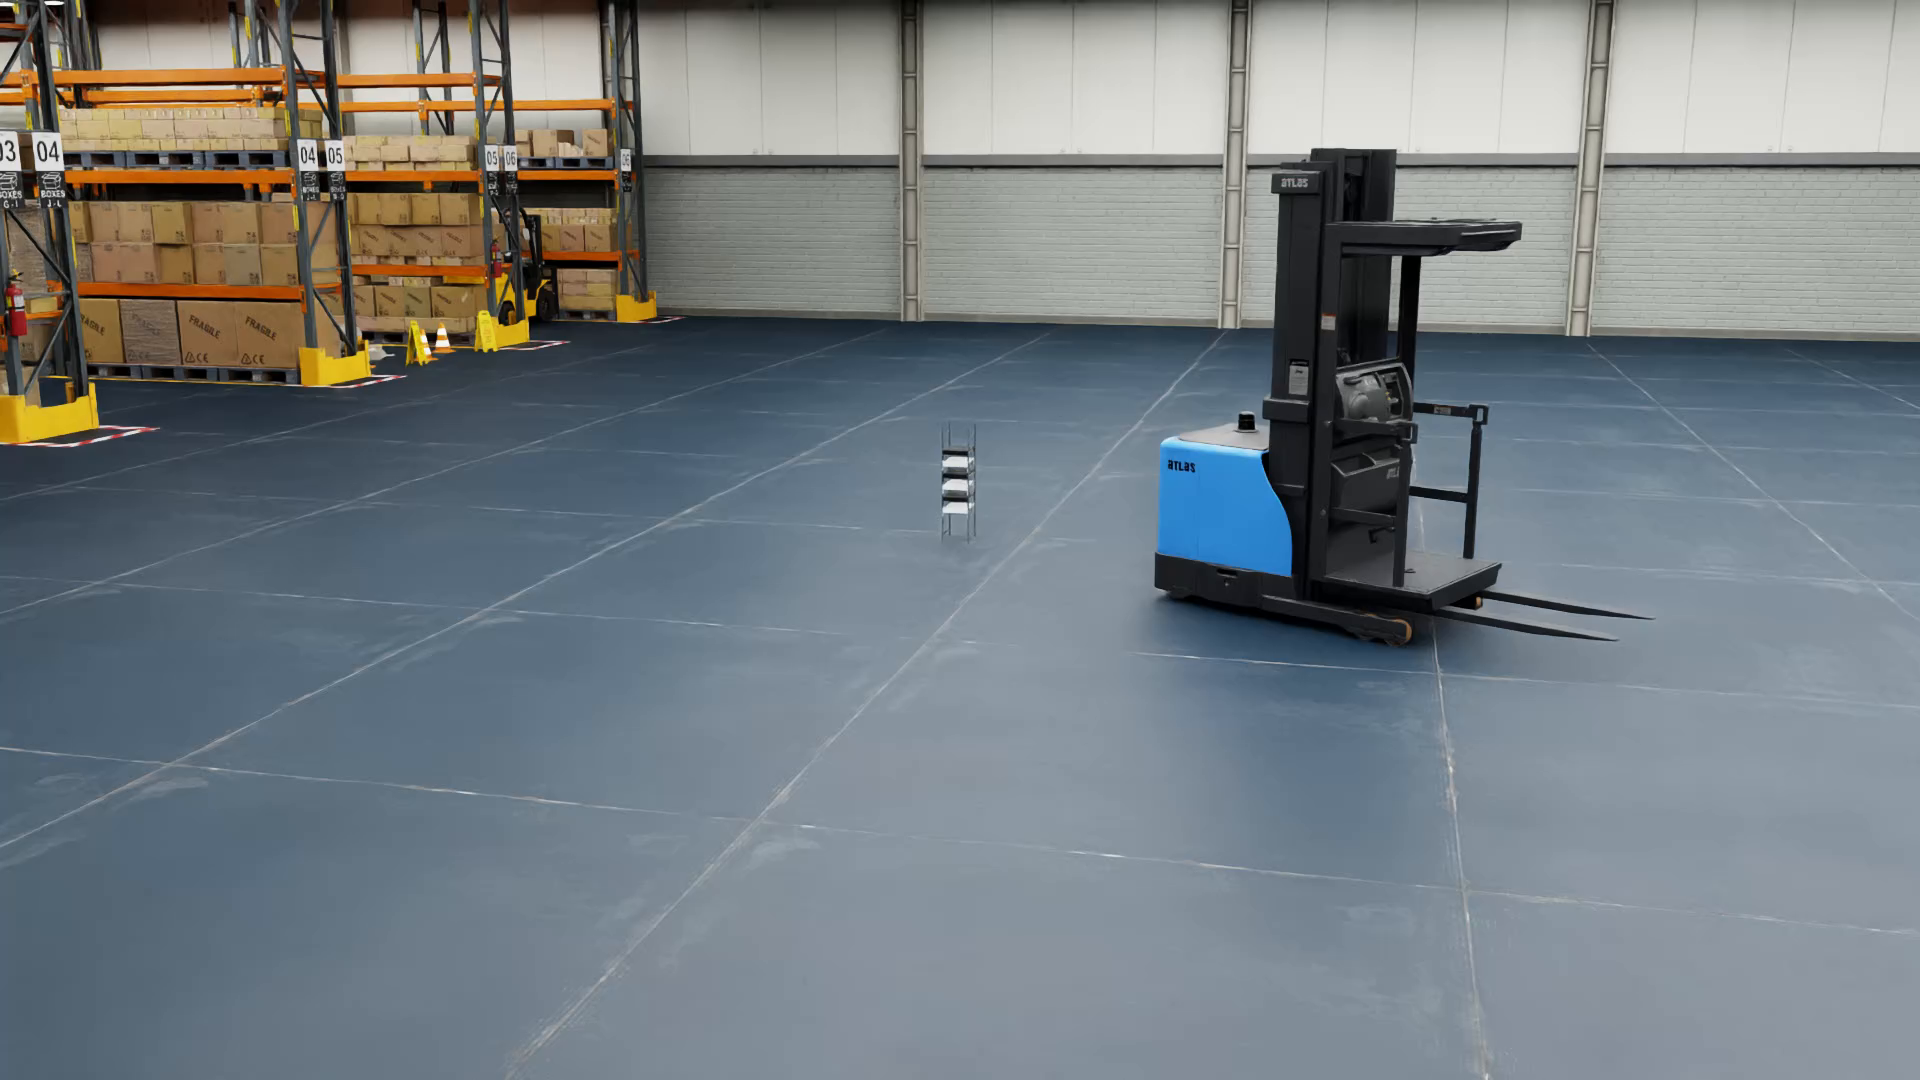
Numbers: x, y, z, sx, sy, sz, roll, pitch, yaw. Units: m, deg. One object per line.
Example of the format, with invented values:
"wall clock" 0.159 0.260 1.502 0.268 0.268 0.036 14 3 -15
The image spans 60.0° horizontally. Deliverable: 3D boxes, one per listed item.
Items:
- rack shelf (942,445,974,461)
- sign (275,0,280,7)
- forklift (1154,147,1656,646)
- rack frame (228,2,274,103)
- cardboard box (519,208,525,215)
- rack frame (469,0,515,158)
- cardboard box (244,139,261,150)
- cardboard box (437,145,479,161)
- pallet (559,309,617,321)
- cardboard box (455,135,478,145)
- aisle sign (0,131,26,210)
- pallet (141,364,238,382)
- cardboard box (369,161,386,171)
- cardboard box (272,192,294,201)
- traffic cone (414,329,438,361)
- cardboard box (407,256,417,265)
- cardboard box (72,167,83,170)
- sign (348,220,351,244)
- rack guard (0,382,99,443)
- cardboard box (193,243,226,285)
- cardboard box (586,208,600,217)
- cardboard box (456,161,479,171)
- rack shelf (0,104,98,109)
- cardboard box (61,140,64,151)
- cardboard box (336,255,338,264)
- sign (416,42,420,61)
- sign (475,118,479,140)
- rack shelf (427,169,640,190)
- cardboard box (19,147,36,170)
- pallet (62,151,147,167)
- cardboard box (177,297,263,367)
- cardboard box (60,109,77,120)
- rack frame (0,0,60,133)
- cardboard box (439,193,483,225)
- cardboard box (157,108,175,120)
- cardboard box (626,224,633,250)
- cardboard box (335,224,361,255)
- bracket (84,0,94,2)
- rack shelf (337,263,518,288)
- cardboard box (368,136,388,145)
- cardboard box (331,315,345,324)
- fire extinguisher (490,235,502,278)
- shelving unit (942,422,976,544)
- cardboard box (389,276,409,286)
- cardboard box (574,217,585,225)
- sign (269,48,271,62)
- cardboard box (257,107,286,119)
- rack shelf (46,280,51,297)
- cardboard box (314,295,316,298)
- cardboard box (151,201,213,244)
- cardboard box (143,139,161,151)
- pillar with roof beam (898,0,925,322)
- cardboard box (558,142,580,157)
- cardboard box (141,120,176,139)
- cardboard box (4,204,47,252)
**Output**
"rack shelf" -0.008 -0.671 12.761 0.200 0.077 0.258 3 13 14
"sign" -8.686 -6.956 21.146 0.005 0.325 0.100 3 13 14
"forklift" 2.751 -0.918 10.278 3.031 2.935 1.130 11 16 40
"rack frame" -14.036 -9.080 33.058 0.127 3.000 1.000 3 13 14
"cardboard box" -8.398 -6.316 32.036 0.250 0.149 0.380 3 13 14
"rack frame" -7.455 -7.621 26.482 0.127 3.000 1.000 3 13 14
"cardboard box" -9.191 -5.201 21.878 0.250 0.149 0.380 3 13 14
"cardboard box" -8.016 -6.198 26.655 0.500 0.250 0.500 3 13 13
"pallet" -7.021 -4.406 32.278 1.213 0.211 1.003 3 13 14
"cardboard box" -7.854 -6.379 26.547 0.250 0.149 0.380 3 13 14
"aisle sign" -9.841 -3.811 17.158 0.004 0.787 0.394 3 13 14
"pallet" -10.518 -2.373 23.118 1.213 0.211 1.003 3 13 14
"cardboard box" -9.370 -6.064 26.969 0.250 0.149 0.380 3 13 13
"cardboard box" -10.963 -5.513 27.607 0.500 0.500 0.700 3 13 13
"traffic cone" -8.117 -2.954 25.152 0.334 0.463 0.336 3 13 14
"cardboard box" -8.857 -4.601 27.302 0.250 0.149 0.380 3 13 14
"cardboard box" -14.956 -6.397 28.470 0.250 0.149 0.380 3 13 14
"sign" -8.404 -4.224 22.838 0.005 0.325 0.100 3 13 14
"rack guard" -9.903 -1.392 18.027 0.348 0.500 1.175 3 13 14
"cardboard box" -9.966 -3.808 22.802 0.550 0.550 0.875 3 13 14
"cardboard box" -6.914 -6.227 31.636 0.250 0.149 0.380 3 13 14
"cardboard box" -7.868 -5.994 26.652 0.250 0.149 0.380 3 13 14
"rack shelf" -19.861 -9.039 34.540 4.000 0.370 1.077 3 13 14
"cardboard box" -12.154 -5.359 22.590 0.250 0.149 0.380 3 13 13
"cardboard box" -10.354 -4.664 27.583 0.250 0.149 0.380 3 13 15
"sign" -10.271 -9.252 31.496 0.005 0.325 0.100 3 13 14
"sign" -7.607 -6.473 26.189 0.005 0.325 0.100 3 13 14
"rack shelf" -8.211 -6.953 32.058 4.000 0.370 1.077 3 13 14
"cardboard box" -10.235 -4.079 17.788 0.500 0.250 0.500 3 13 15
"pallet" -11.634 -5.230 22.835 1.213 0.211 1.003 3 13 14
"cardboard box" -10.071 -2.880 22.901 0.875 0.875 0.875 3 13 13
"cardboard box" -11.906 -5.735 22.445 0.250 0.149 0.380 3 13 13
"rack frame" -9.829 -5.537 17.089 0.127 3.000 1.000 3 13 14
"cardboard box" -8.003 -5.355 26.893 0.500 0.500 0.700 3 13 12
"cardboard box" -10.432 -5.656 22.090 0.250 0.149 0.380 3 13 14
"cardboard box" -6.683 -5.869 32.205 0.500 0.500 0.500 3 13 15
"cardboard box" -10.000 -4.962 27.432 0.500 0.500 0.500 3 13 13
"bracket" -18.062 -11.174 34.188 0.430 0.232 0.235 3 13 14
"rack shelf" -9.396 -4.445 27.677 4.000 0.370 1.077 3 13 14
"cardboard box" -9.351 -6.451 26.874 0.250 0.149 0.380 3 13 15
"cardboard box" -10.309 -3.650 27.811 0.500 0.250 0.500 4 13 17
"fire extinguisher" -7.454 -4.552 26.676 0.183 0.674 0.296 3 13 14
"shelving unit" -0.008 -0.440 12.812 0.210 0.900 0.258 3 13 14
"cardboard box" -9.166 -4.257 27.320 0.250 0.149 0.380 4 13 16
"cardboard box" -7.165 -6.094 31.722 0.250 0.149 0.380 3 13 15
"sign" -13.906 -9.730 33.467 0.005 0.325 0.100 3 13 14
"cardboard box" -8.951 -5.577 21.733 0.250 0.149 0.380 3 13 14
"rack shelf" -14.368 -3.606 23.897 4.000 0.370 1.077 3 13 14
"cardboard box" -10.830 -4.041 27.844 0.500 0.500 0.500 4 13 16
"cardboard box" -10.506 -4.341 22.708 0.500 0.550 0.875 3 13 14
"cardboard box" -10.677 -5.280 22.235 0.250 0.149 0.380 3 13 14
"pillar with roof beam" -1.935 -7.674 26.721 0.400 9.000 9.100 3 13 14
"cardboard box" -7.392 -7.381 31.436 0.258 0.266 0.396 3 13 14
"cardboard box" -10.547 -5.481 22.223 0.500 0.250 0.500 3 13 14
"cardboard box" -10.298 -3.376 17.974 0.500 0.500 0.500 3 13 14
